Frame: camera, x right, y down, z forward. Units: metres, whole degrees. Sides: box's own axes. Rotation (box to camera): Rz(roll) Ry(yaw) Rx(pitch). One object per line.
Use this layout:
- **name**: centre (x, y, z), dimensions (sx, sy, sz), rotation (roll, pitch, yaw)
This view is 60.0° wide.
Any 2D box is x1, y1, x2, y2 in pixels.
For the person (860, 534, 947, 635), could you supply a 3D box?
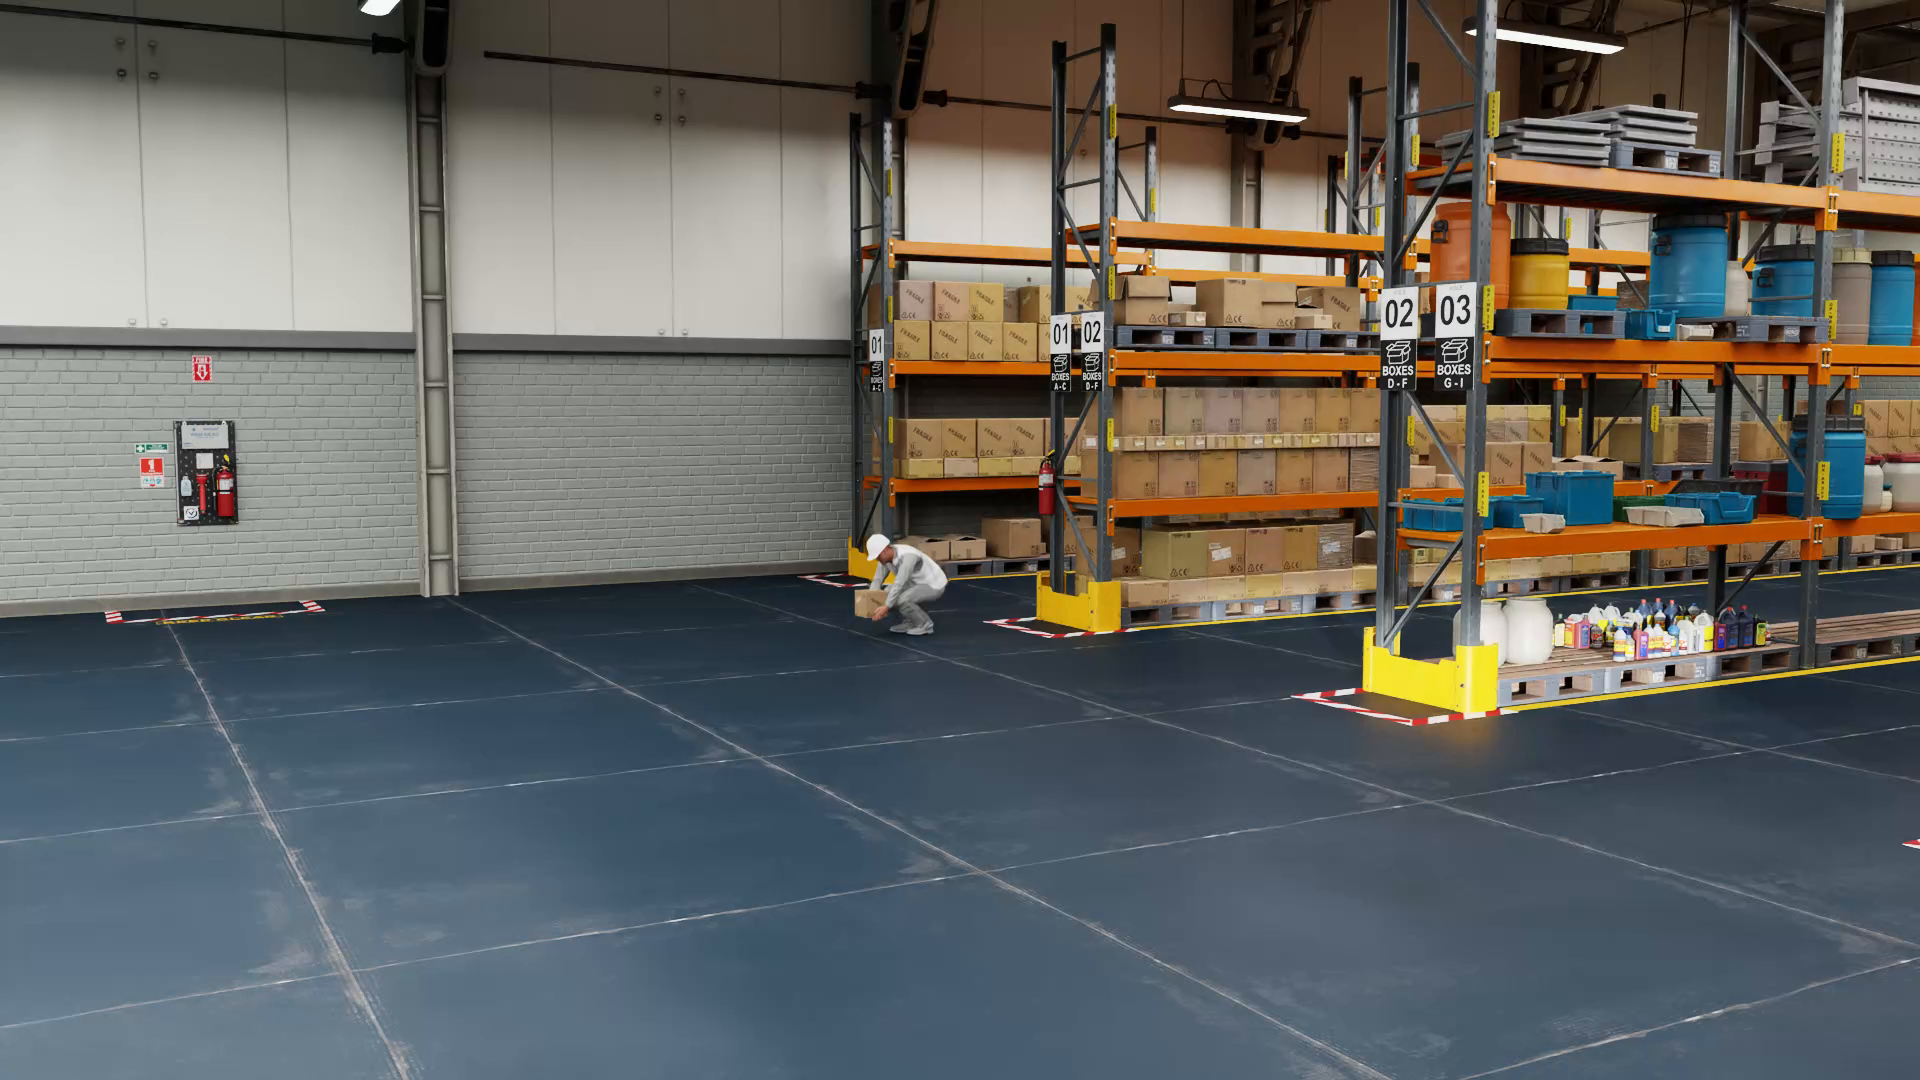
- **person**: centre (-0.548, 0.432, 16.516), dimensions (0.870, 1.019, 0.530), rotation (-3, 6, -29)
